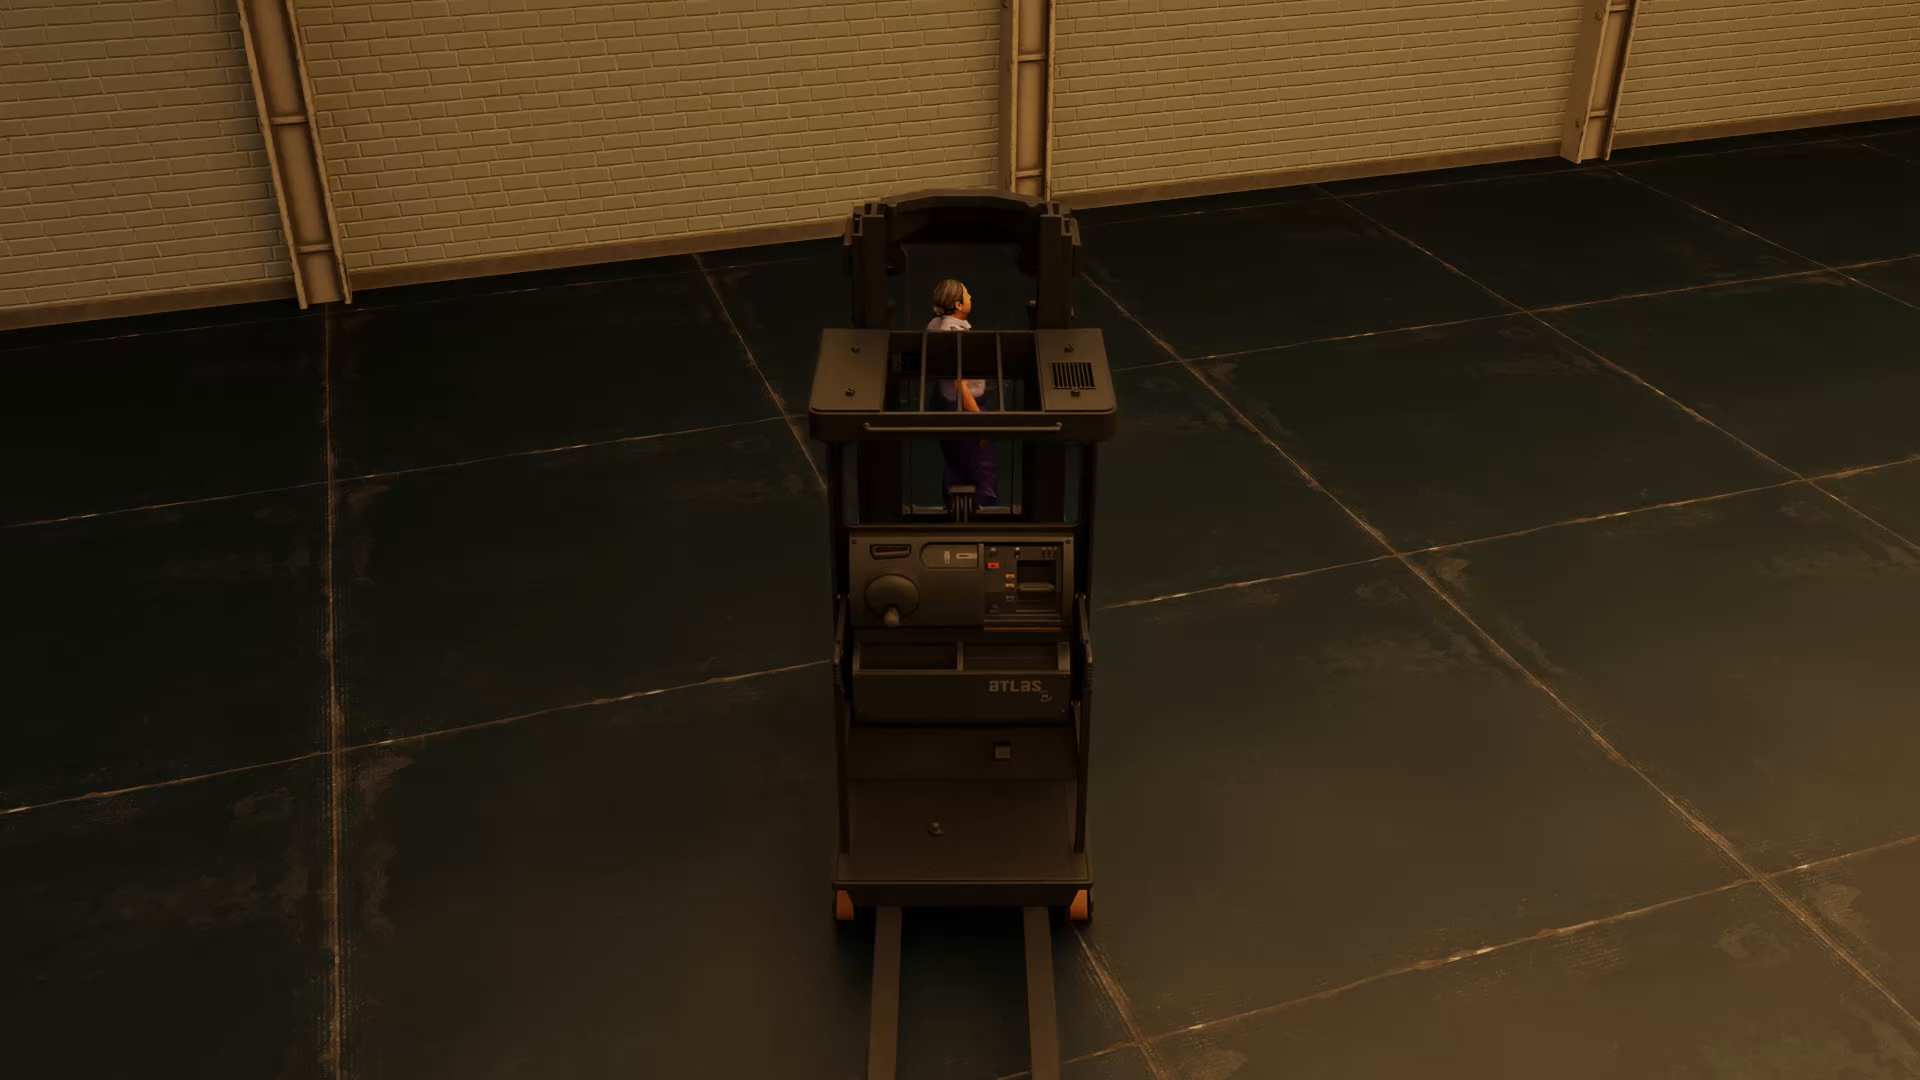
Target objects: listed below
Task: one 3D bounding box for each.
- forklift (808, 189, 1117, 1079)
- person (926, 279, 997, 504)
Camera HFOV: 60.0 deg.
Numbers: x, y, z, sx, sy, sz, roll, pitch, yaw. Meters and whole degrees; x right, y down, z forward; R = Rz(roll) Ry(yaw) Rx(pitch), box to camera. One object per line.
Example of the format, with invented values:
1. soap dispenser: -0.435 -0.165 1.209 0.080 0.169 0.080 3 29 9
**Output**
1. forklift: 0.009 0.216 6.711 1.130 2.935 3.031 0 30 0
2. person: 0.092 -0.724 9.618 0.503 1.650 0.599 -10 31 -16
